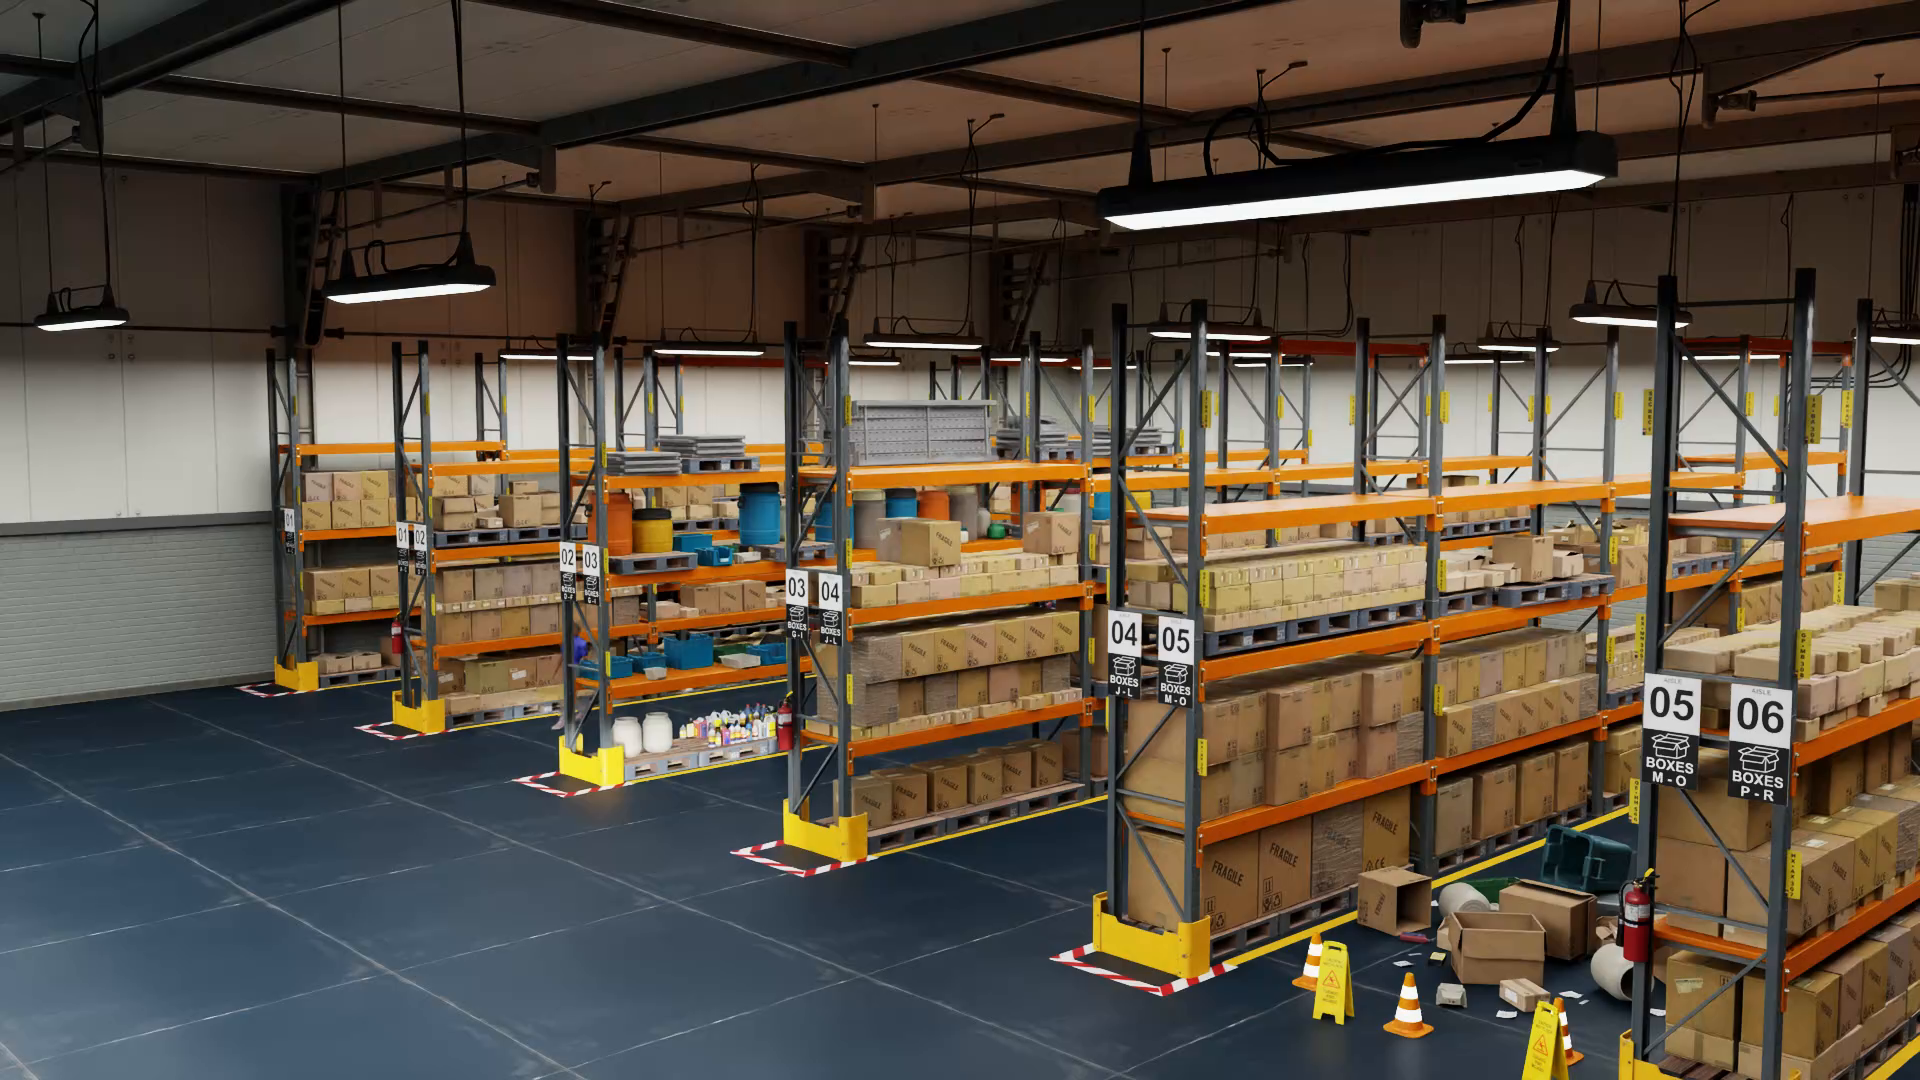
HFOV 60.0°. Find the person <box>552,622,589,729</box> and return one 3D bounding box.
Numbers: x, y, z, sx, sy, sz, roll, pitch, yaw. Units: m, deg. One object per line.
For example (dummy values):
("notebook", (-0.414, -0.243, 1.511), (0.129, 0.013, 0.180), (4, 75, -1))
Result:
("person", (-6.088, 2.108, 26.144), (0.543, 1.627, 0.805), (3, 6, 29))
